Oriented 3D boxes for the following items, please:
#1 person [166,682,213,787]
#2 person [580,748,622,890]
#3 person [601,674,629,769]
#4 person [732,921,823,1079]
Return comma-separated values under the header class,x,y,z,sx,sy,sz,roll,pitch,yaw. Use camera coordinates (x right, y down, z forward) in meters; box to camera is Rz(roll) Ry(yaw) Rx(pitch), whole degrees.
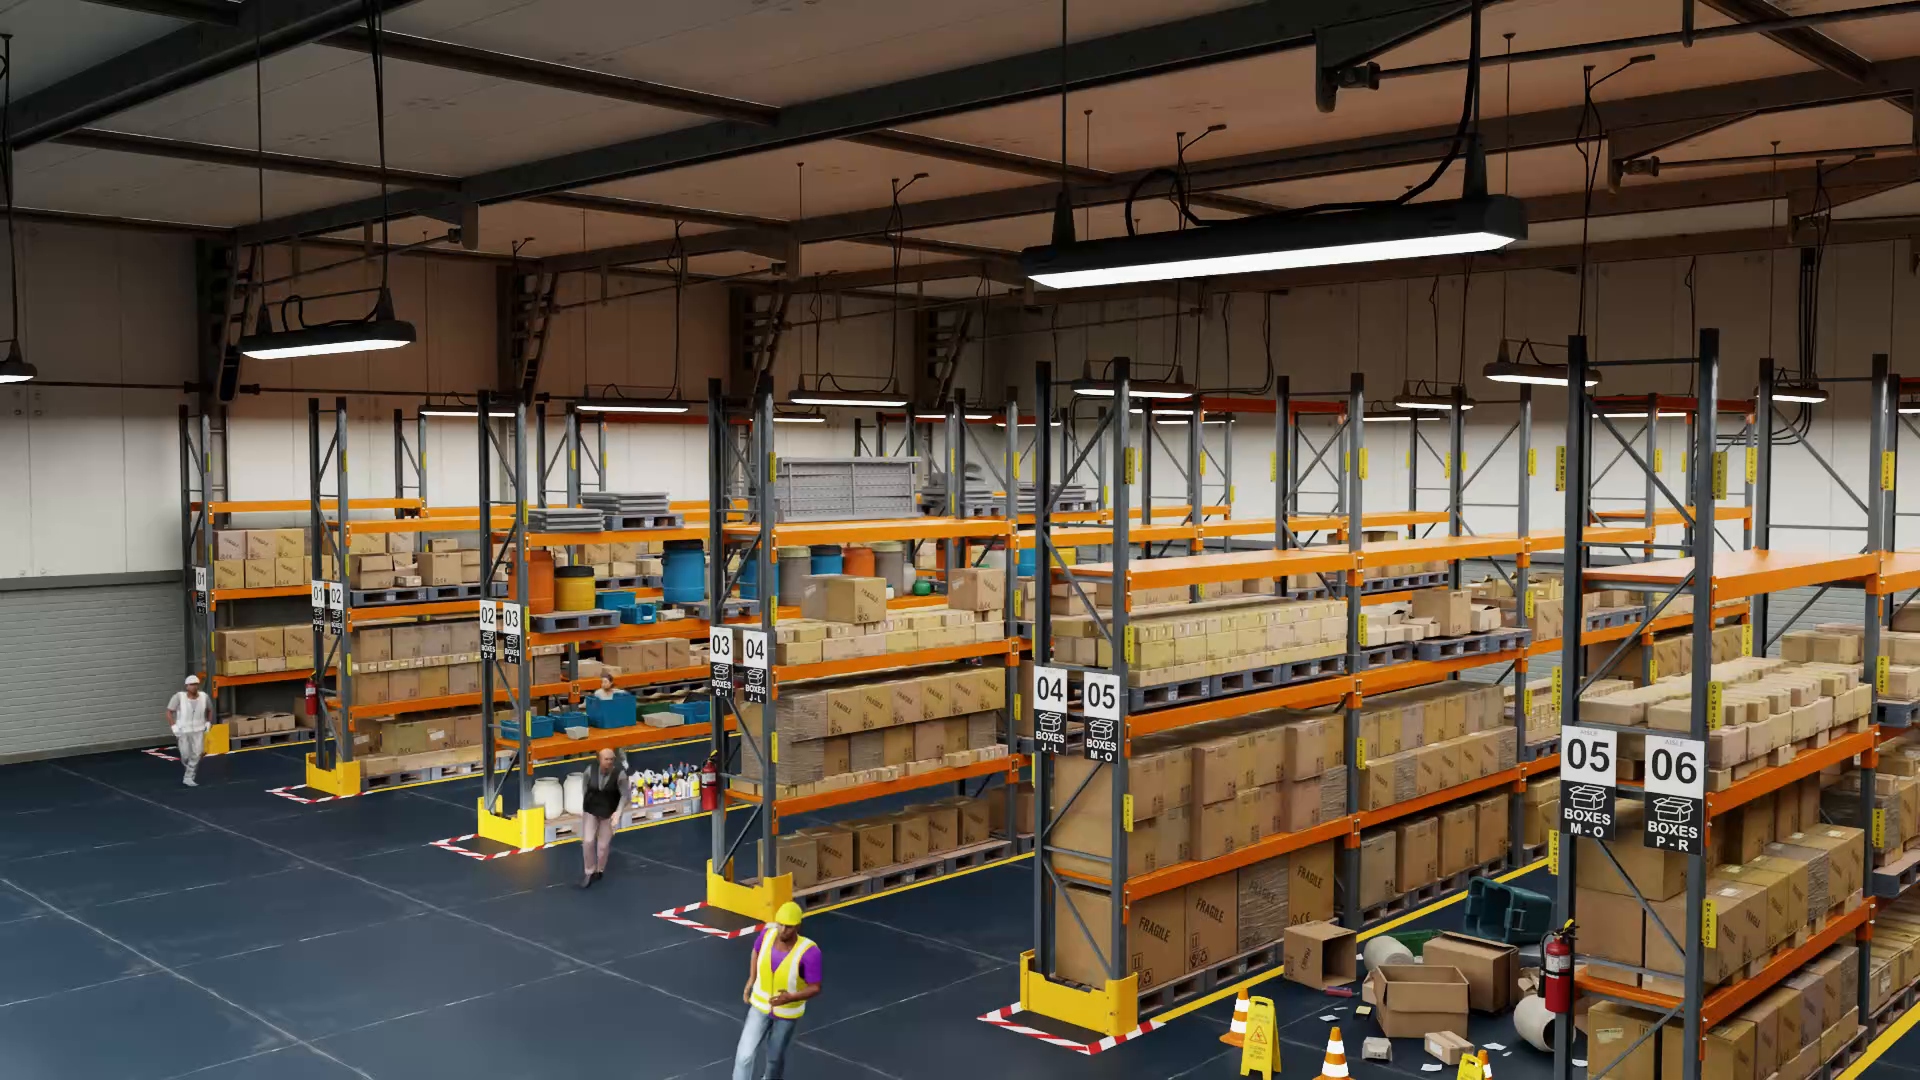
class,x,y,z,sx,sy,sz,roll,pitch,yaw
person,0.239,2.366,19.433,14.318,3.559,24.536,-2,4,-33
person,-4.272,3.280,19.852,0.525,1.659,0.772,-1,3,-11
person,-2.080,2.840,28.577,6.857,1.650,5.748,0,3,9
person,-1.433,3.668,12.810,0.815,1.594,0.798,0,3,9
